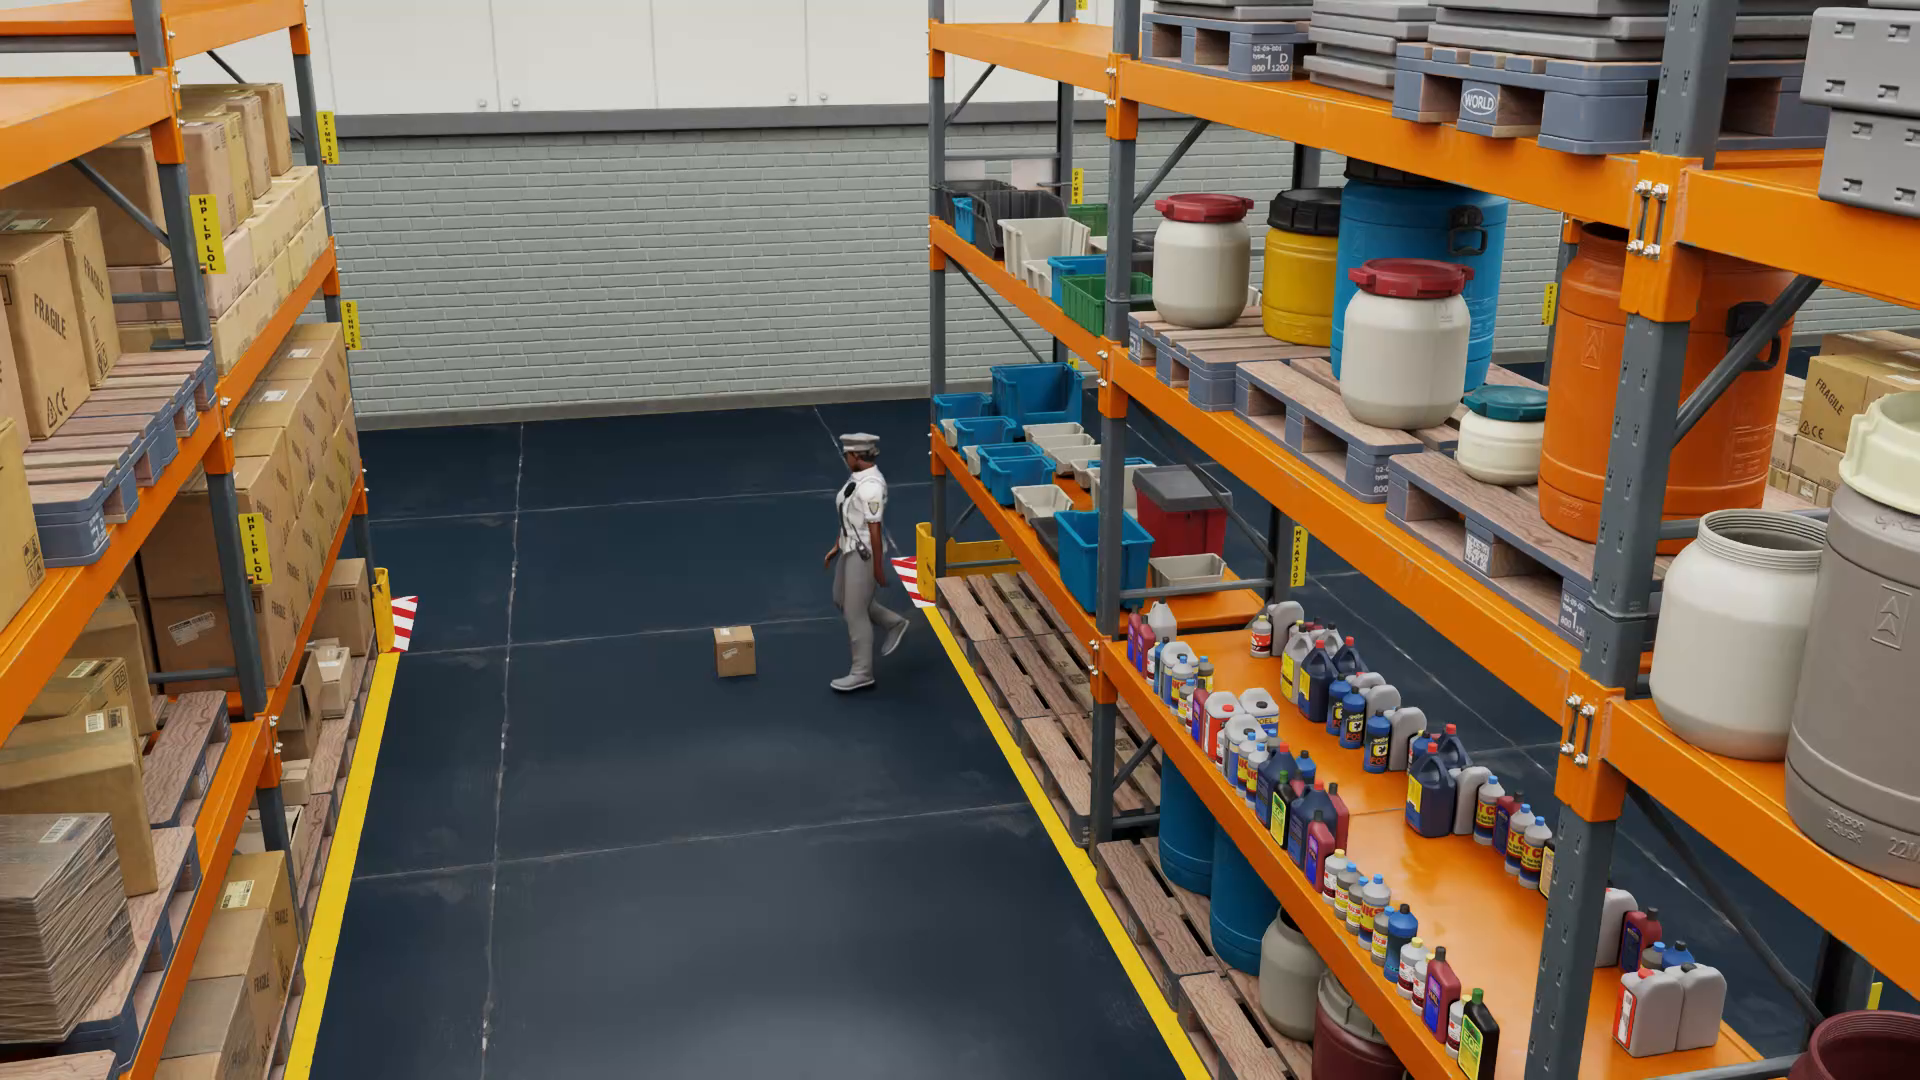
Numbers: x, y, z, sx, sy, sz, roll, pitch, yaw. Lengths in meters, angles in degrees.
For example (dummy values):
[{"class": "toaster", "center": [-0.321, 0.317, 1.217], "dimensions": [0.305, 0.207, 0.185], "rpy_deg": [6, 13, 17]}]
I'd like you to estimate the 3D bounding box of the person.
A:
[{"class": "person", "center": [-0.598, 0.116, 10.831], "dimensions": [0.597, 1.640, 0.513], "rpy_deg": [-4, 20, -12]}]
